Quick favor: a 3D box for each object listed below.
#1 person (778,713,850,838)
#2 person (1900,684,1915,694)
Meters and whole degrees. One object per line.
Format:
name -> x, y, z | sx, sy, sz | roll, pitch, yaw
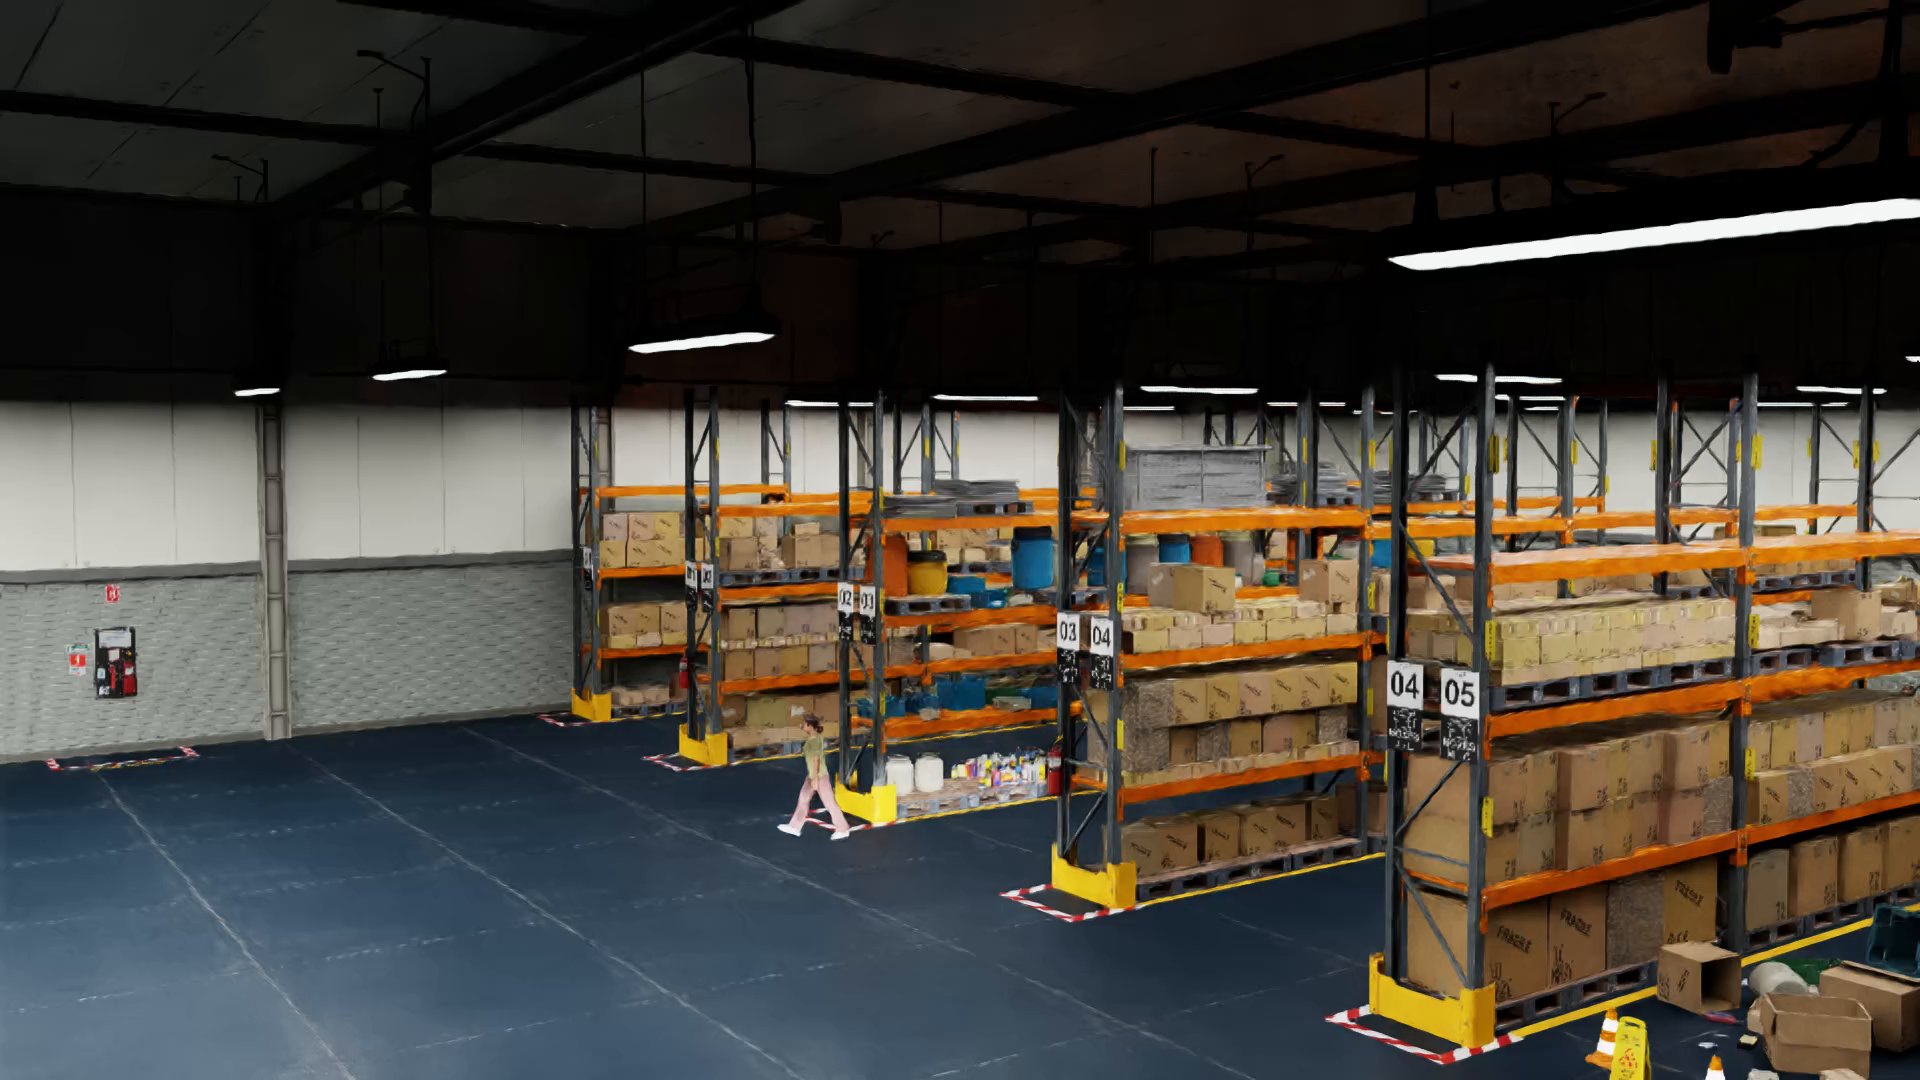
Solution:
person -> -1.894, 3.051, 21.553 | 0.932, 1.623, 0.483 | 0, 3, -6
person -> 13.821, 2.894, 24.269 | 0.527, 1.587, 0.540 | -1, 4, -14
